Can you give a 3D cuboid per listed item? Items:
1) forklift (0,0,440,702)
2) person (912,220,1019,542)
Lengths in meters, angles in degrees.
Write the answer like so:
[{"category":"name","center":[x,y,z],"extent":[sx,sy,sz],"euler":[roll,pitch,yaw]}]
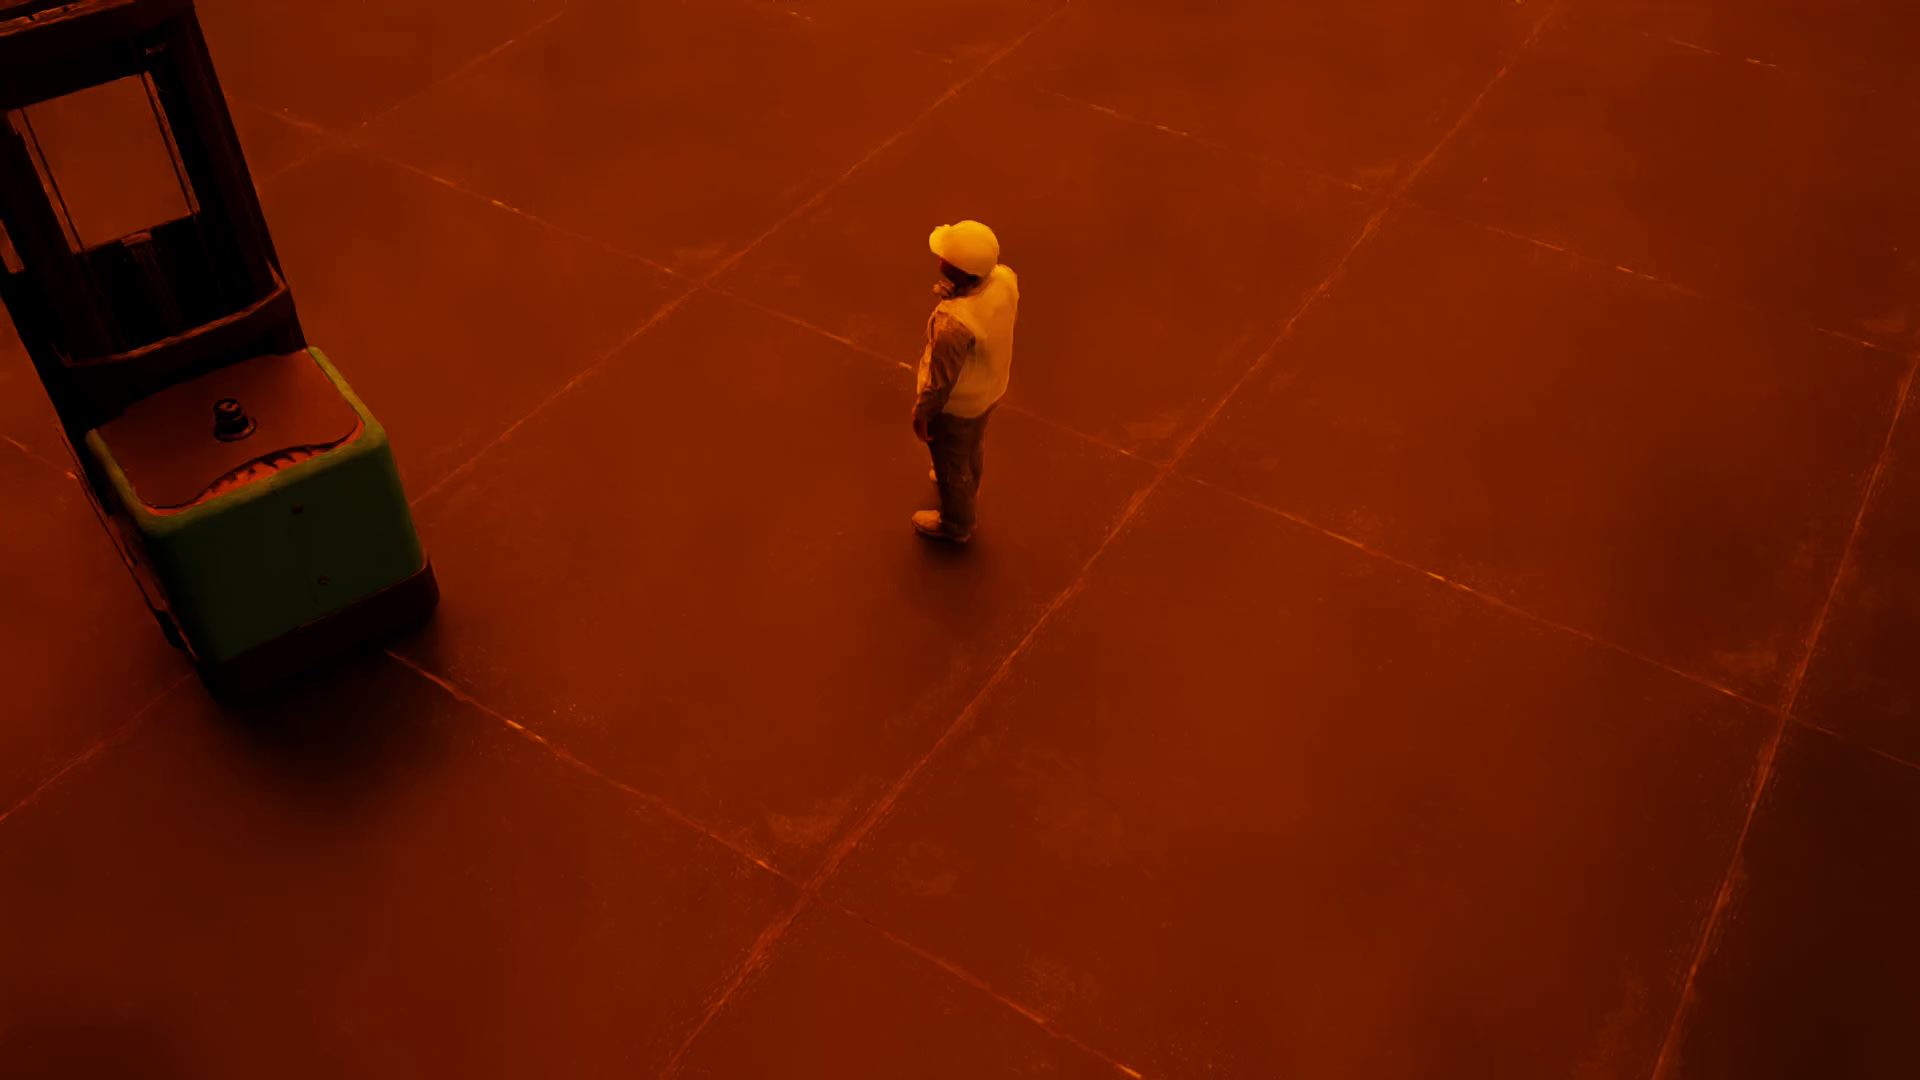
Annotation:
[{"category":"forklift","center":[-3.668,-1.333,7.254],"extent":[1.130,2.935,3.031],"euler":[-28,50,-26]},{"category":"person","center":[-0.048,-0.706,7.366],"extent":[0.567,1.773,0.632],"euler":[24,48,23]}]
